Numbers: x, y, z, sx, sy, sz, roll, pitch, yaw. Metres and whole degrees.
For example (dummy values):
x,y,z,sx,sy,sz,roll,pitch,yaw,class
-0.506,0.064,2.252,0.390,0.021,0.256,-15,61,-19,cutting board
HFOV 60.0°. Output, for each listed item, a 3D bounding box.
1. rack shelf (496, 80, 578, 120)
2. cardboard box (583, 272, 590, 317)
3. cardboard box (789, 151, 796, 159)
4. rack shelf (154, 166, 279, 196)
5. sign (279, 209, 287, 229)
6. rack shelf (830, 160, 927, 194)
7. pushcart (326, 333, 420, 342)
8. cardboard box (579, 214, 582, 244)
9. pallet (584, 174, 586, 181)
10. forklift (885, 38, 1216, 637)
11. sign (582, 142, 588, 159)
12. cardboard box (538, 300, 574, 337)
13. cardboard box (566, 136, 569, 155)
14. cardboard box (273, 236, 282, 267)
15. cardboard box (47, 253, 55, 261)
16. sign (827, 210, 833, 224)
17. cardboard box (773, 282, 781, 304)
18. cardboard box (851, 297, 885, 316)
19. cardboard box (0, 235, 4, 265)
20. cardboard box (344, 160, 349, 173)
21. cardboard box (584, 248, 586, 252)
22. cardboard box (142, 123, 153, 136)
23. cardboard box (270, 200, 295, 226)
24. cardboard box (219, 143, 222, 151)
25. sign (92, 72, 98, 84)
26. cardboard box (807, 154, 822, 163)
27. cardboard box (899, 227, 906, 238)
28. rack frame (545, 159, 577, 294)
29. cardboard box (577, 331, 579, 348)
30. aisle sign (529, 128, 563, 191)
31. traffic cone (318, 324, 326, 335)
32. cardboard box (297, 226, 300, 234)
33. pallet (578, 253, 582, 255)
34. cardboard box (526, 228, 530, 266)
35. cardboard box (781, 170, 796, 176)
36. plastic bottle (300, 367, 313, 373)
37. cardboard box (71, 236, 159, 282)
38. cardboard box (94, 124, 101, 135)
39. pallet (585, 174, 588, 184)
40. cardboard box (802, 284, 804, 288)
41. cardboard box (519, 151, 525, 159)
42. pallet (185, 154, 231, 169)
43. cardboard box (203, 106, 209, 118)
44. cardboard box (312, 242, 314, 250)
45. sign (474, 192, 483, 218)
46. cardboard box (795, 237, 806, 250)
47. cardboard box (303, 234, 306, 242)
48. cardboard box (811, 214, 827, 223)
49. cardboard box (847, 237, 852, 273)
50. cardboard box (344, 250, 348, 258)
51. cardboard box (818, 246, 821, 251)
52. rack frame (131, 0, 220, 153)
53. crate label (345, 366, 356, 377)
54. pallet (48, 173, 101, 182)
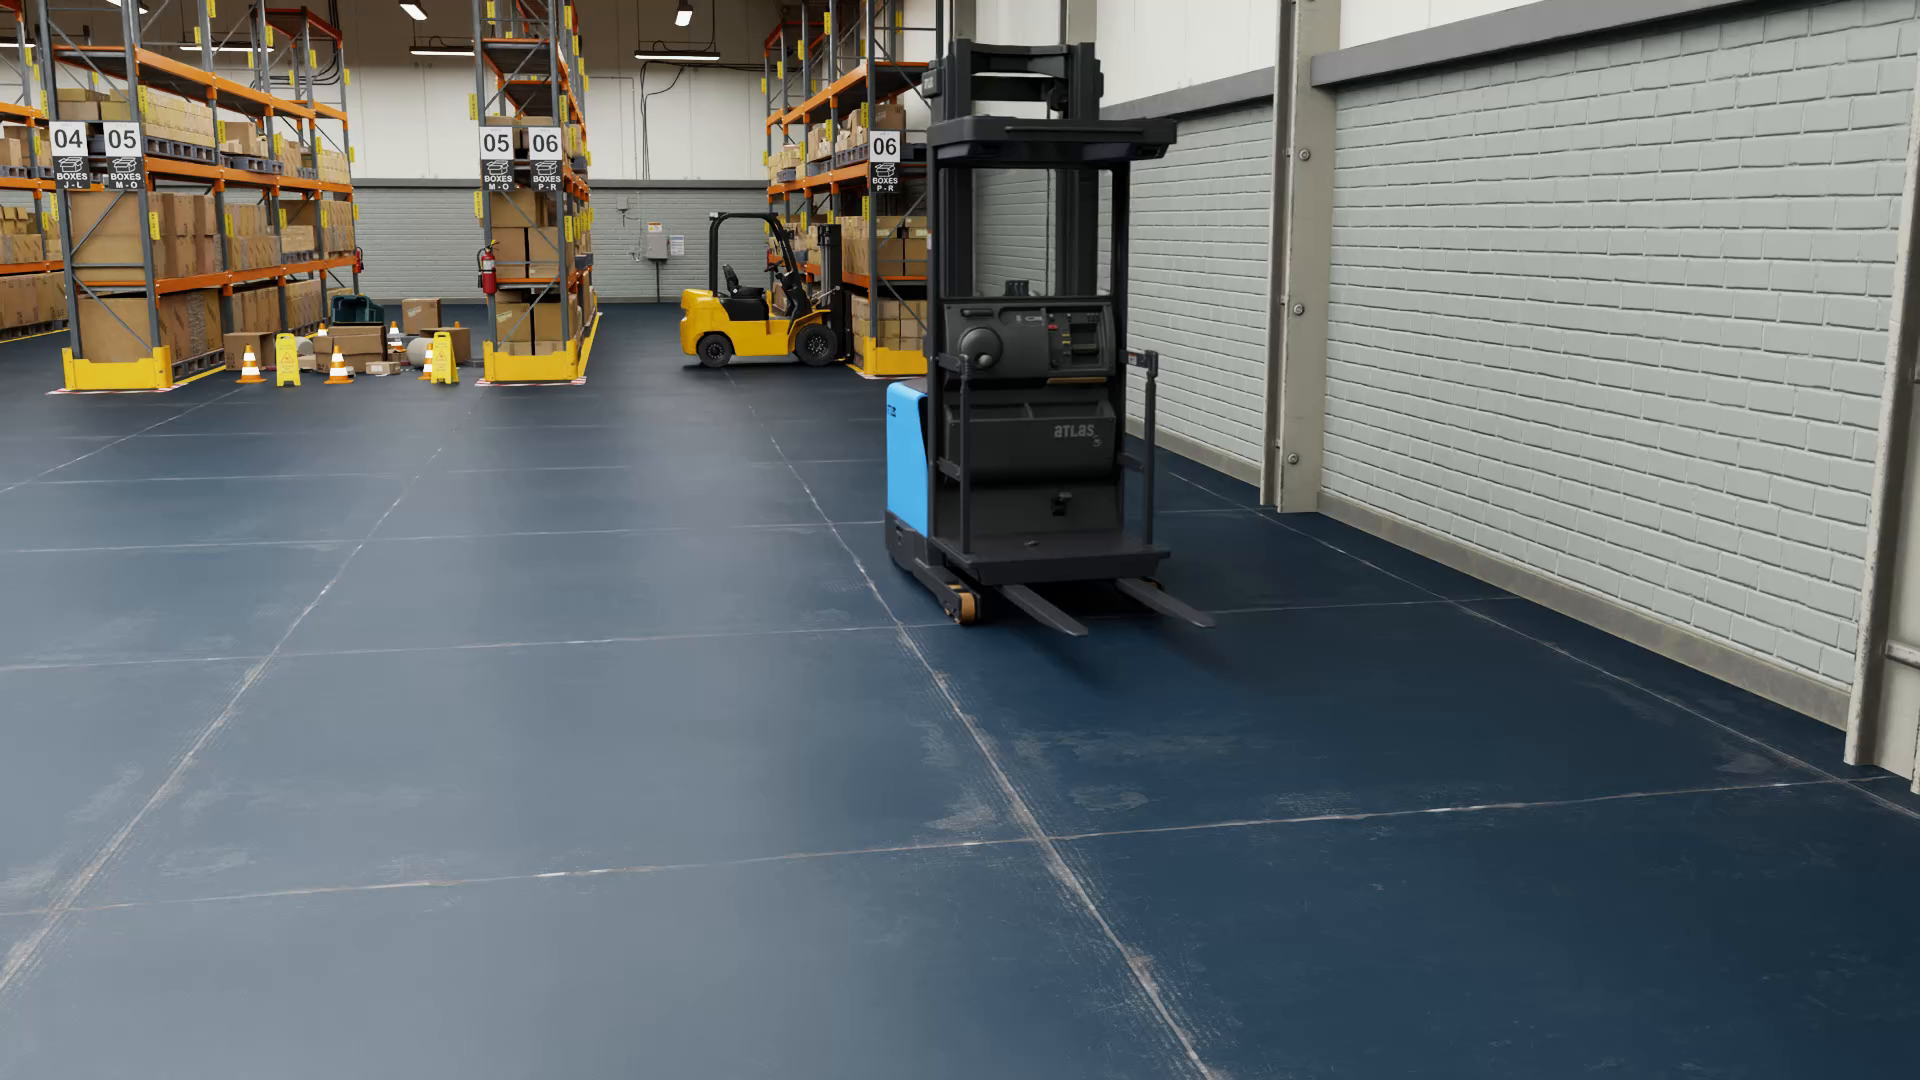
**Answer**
x,y,z,sx,sy,sz,roll,pitch,yaw,class
-6.752,-7.063,26.734,1.077,0.370,4.000,-2,11,-11,rack shelf
-7.536,-4.653,31.680,0.875,0.875,0.875,-2,11,-9,cardboard box
-3.065,-7.348,31.746,0.380,0.149,0.250,-2,11,-11,cardboard box
-11.588,-5.588,25.934,1.077,0.370,4.000,-2,11,-11,rack shelf
-11.433,-5.424,28.075,0.100,0.325,0.005,-2,11,-11,sign
-1.106,-5.234,24.074,1.077,0.370,4.000,-2,11,-11,rack shelf
-8.589,-2.919,25.024,1.648,0.377,0.936,-6,13,-31,pushcart
-6.569,-5.174,27.674,0.500,0.500,0.500,-3,11,-15,cardboard box
-8.068,-7.347,33.490,1.003,0.211,1.213,-2,11,-11,pallet
0.430,-1.091,8.590,1.130,2.935,3.031,-3,11,-15,forklift
-7.388,-7.670,32.726,0.100,0.325,0.005,-2,11,-11,sign
-5.582,-3.048,22.912,0.500,0.500,0.500,-3,11,-13,cardboard box
-5.715,-5.495,23.127,0.500,0.250,0.500,-2,11,-10,cardboard box
-11.626,-4.811,27.682,0.500,0.500,0.500,-2,11,-11,cardboard box
-17.371,-5.349,31.450,0.380,0.149,0.250,-2,11,-11,cardboard box
-2.025,-4.989,26.001,0.100,0.325,0.005,-2,11,-11,sign
-3.802,-5.546,37.365,0.797,0.503,0.637,-3,11,-13,cardboard box
-1.325,-3.352,23.844,0.500,0.250,0.500,-2,11,-10,cardboard box
-16.895,-5.009,28.724,0.500,0.500,0.500,-2,11,-12,cardboard box
-13.193,-7.872,35.074,0.500,0.250,0.500,-2,11,-13,cardboard box
-7.486,-5.526,32.110,0.500,0.250,0.500,-2,11,-12,cardboard box
-10.173,-5.047,20.451,0.380,0.149,0.250,-2,11,-11,cardboard box
-13.111,-6.331,32.199,0.500,0.500,0.500,-3,11,-13,cardboard box
-11.071,-5.884,24.532,0.258,0.266,0.396,-2,11,-12,cardboard box
-17.882,-9.602,34.367,0.100,0.325,0.005,-2,11,-11,sign
-2.503,-6.753,29.368,0.380,0.166,0.250,-2,11,-11,cardboard box
-0.639,-4.229,22.892,0.380,0.149,0.250,-2,11,-11,cardboard box
-6.363,-4.299,25.263,1.000,3.000,0.127,-2,11,-11,rack frame
-5.871,-2.959,24.451,0.500,0.250,0.500,-2,11,-13,cardboard box
-5.269,-4.843,21.165,0.394,0.787,0.004,-2,11,-11,aisle sign
-9.978,-3.155,26.037,0.336,0.463,0.334,-2,11,-11,traffic cone
-12.232,-5.638,30.251,0.380,0.149,0.250,-3,11,-14,cardboard box
-6.716,-4.577,27.235,1.003,0.211,1.213,-2,11,-11,pallet
-6.053,-3.943,22.325,0.500,0.500,0.500,-2,11,-11,cardboard box
-3.390,-7.573,34.046,0.500,0.250,0.500,-2,11,-11,cardboard box
-8.951,-2.328,22.763,0.133,0.061,0.283,-6,13,-31,plastic bottle
-10.537,-3.507,20.700,0.875,0.550,0.550,-2,11,-11,cardboard box
-10.866,-5.068,20.558,0.380,0.149,0.250,-2,11,-11,cardboard box
-8.542,-7.795,35.841,1.003,0.211,1.213,-2,11,-11,pallet
-2.847,-4.837,31.913,0.380,0.149,0.250,-3,11,-14,cardboard box
-6.011,-5.114,22.195,0.380,0.149,0.250,-2,11,-11,cardboard box
-11.425,-5.647,24.831,0.805,0.209,1.217,-3,11,-13,pallet
-10.766,-5.996,23.304,0.380,0.149,0.250,-2,11,-11,cardboard box
-12.483,-5.585,31.568,0.380,0.149,0.250,-2,11,-12,cardboard box
-6.133,-4.273,21.184,0.100,0.325,0.005,-2,11,-11,sign
-2.795,-5.529,30.999,0.500,0.250,0.500,-3,11,-14,cardboard box
-12.328,-5.587,30.783,0.380,0.149,0.250,-2,11,-13,cardboard box
-3.079,-6.671,35.325,0.500,0.500,0.500,-2,11,-13,cardboard box
-1.370,-4.158,24.253,0.500,0.500,0.500,-2,11,-11,cardboard box
-13.044,-5.990,34.819,0.380,0.149,0.250,-2,11,-9,cardboard box
-2.121,-5.015,28.084,0.500,0.250,0.500,-2,11,-10,cardboard box
-11.199,-7.048,23.659,1.000,3.000,0.127,-2,11,-11,rack frame
-8.170,-2.231,22.050,0.250,0.136,0.298,-9,14,-40,crate label
-18.263,-7.434,33.947,1.003,0.211,1.213,-2,11,-11,pallet
